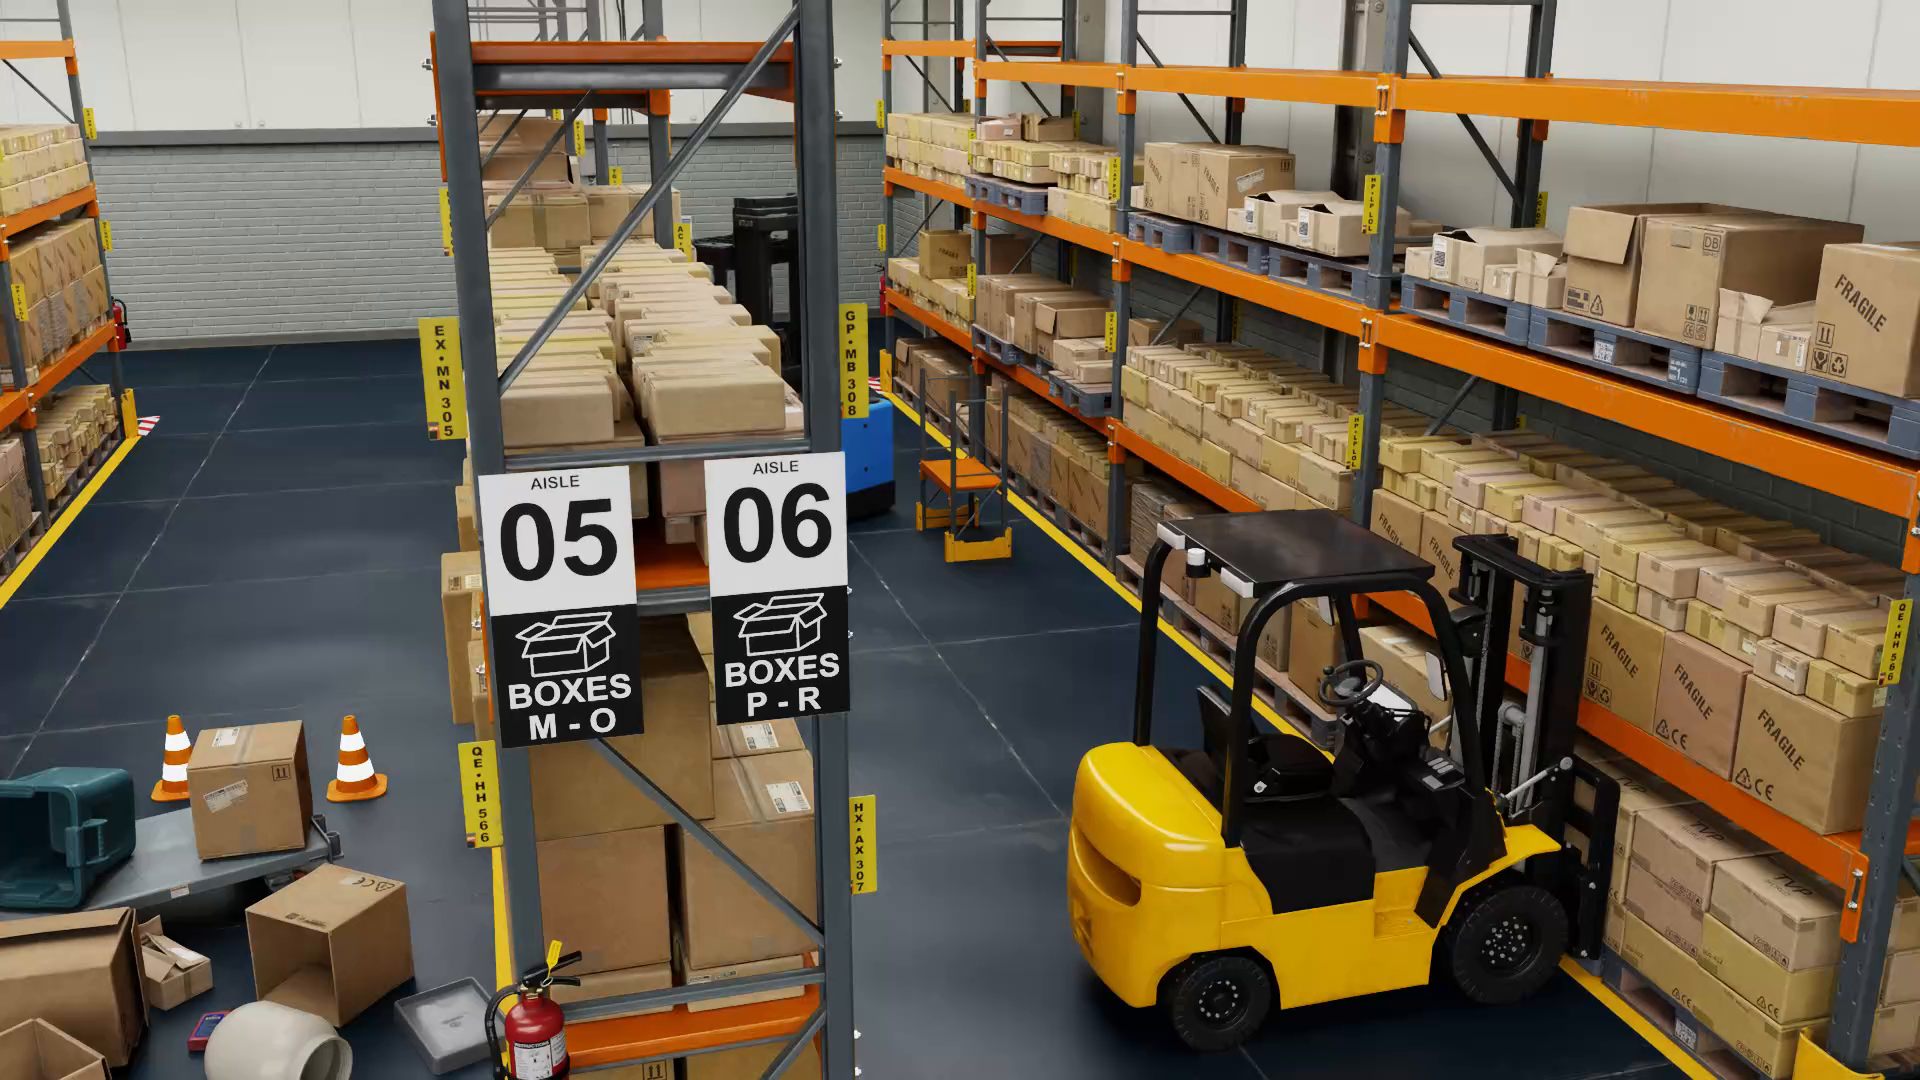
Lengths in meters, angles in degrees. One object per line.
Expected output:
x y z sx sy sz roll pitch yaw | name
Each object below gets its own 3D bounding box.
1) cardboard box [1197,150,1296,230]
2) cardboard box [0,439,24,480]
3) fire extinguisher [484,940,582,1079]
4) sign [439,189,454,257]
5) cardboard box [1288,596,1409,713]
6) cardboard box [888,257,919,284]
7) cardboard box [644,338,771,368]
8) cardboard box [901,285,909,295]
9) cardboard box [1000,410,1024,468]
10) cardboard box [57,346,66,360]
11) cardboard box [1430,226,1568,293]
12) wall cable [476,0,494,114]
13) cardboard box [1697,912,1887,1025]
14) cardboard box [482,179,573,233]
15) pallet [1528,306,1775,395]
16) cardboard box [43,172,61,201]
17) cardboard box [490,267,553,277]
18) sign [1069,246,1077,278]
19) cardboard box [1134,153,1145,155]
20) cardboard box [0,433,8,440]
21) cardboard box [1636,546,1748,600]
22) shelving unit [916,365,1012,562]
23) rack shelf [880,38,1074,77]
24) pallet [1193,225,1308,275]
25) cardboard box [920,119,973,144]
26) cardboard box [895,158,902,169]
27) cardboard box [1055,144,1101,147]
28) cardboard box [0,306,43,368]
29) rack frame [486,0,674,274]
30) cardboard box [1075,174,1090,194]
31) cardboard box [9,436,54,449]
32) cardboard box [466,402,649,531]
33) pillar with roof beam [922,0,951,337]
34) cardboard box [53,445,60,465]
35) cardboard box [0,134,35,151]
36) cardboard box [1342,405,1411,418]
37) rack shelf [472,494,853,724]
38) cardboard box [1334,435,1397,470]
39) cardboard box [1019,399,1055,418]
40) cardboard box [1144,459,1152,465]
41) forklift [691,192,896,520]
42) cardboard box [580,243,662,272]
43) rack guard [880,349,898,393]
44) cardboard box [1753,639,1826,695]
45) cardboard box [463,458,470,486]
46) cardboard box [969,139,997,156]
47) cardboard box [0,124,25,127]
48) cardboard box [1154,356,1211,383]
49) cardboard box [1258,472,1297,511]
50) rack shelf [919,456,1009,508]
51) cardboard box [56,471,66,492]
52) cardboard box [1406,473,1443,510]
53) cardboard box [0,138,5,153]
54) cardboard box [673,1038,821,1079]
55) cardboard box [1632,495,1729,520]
1.988 -2.443 11.579 0.500 0.500 0.500 -4 17 -14 | cardboard box
-8.411 -0.681 14.317 0.500 0.250 0.500 -5 17 -17 | cardboard box
-1.241 1.501 4.875 0.296 0.674 0.183 -5 17 -15 | fire extinguisher
-2.461 -1.539 8.063 0.100 0.325 0.005 -5 17 -15 | sign
2.689 0.689 10.843 0.875 0.625 0.625 -4 17 -13 | cardboard box
-0.589 -3.347 20.625 0.500 0.250 0.500 -5 17 -15 | cardboard box
-0.825 -0.559 5.436 0.380 0.149 0.250 -5 17 -15 | cardboard box
-0.514 -3.124 20.574 0.380 0.149 0.250 -4 17 -14 | cardboard box
0.717 -1.023 16.758 0.500 0.500 0.500 -5 17 -16 | cardboard box
-9.030 -1.848 16.328 0.380 0.149 0.250 -4 17 -13 | cardboard box
2.837 -1.498 8.761 0.500 0.311 0.500 -4 17 -14 | cardboard box
-7.060 -7.454 24.125 0.463 3.000 0.029 -5 17 -15 | wall cable
3.508 1.769 7.030 0.500 0.250 0.500 -5 17 -16 | cardboard box
-2.512 -1.947 9.666 0.500 0.250 0.500 -4 17 -14 | cardboard box
3.434 -0.928 7.766 1.003 0.211 1.213 -5 17 -15 | pallet
-9.143 -3.446 16.257 0.500 0.250 0.500 -4 17 -13 | cardboard box
-1.946 -1.078 7.162 0.380 0.149 0.250 -5 17 -16 | cardboard box
1.177 -2.916 17.434 0.100 0.325 0.005 -5 17 -15 | sign
1.619 -3.314 14.606 0.380 0.149 0.250 -5 17 -15 | cardboard box
-9.387 -0.916 15.980 0.380 0.149 0.250 -4 17 -13 | cardboard box
3.271 0.145 7.437 0.380 0.149 0.250 -4 17 -14 | cardboard box
0.021 -0.697 14.666 0.587 1.500 1.083 -5 17 -15 | shelving unit
0.095 -5.397 18.534 1.077 0.370 4.000 -5 17 -15 | rack shelf
2.327 -2.067 11.733 1.003 0.211 1.213 -4 17 -13 | pallet
-0.151 -4.607 18.736 0.500 0.250 0.500 -4 17 -14 | cardboard box
-0.591 -4.633 20.384 0.380 0.149 0.250 -4 17 -14 | cardboard box
1.119 -3.666 15.743 0.380 0.149 0.250 -5 18 -17 | cardboard box
-8.752 -1.851 15.211 0.500 0.500 0.500 -5 17 -16 | cardboard box
-1.928 -2.584 7.911 1.000 3.000 0.127 -5 17 -15 | rack frame
1.205 -3.058 14.273 0.380 0.149 0.250 -5 17 -15 | cardboard box
-8.890 -0.883 15.870 0.380 0.149 0.250 -5 17 -16 | cardboard box
-1.229 -0.232 5.039 0.500 0.250 0.500 -5 17 -16 | cardboard box
-4.468 -6.773 21.858 9.100 9.000 0.400 -5 17 -15 | pillar with roof beam
-8.979 -0.810 16.144 0.380 0.149 0.250 -6 18 -18 | cardboard box
-9.021 -3.766 15.761 0.380 0.149 0.250 -4 17 -12 | cardboard box
2.772 -0.793 11.078 0.380 0.149 0.250 -5 17 -16 | cardboard box
-1.379 -0.249 6.605 1.077 0.370 4.000 -5 17 -15 | rack shelf
2.536 -0.540 10.233 0.380 0.149 0.250 -4 17 -13 | cardboard box
0.808 -1.296 16.540 0.380 0.149 0.250 -5 17 -16 | cardboard box
1.853 -0.770 14.788 0.380 0.149 0.250 -4 17 -14 | cardboard box
-2.073 -1.846 16.004 3.031 2.935 1.130 13 21 37 | forklift
-1.631 -1.338 8.030 0.380 0.149 0.250 -4 17 -14 | cardboard box
-0.434 -2.205 21.424 1.175 0.500 0.348 -5 17 -15 | rack guard
3.479 0.502 6.766 0.380 0.149 0.250 -4 17 -14 | cardboard box
-1.897 -0.098 7.635 0.700 0.500 0.500 -5 17 -15 | cardboard box
0.305 -3.907 16.548 0.380 0.149 0.250 -4 17 -14 | cardboard box
-10.088 -4.298 17.531 0.380 0.149 0.250 -5 17 -16 | cardboard box
1.718 -1.315 12.814 0.380 0.149 0.250 -4 17 -14 | cardboard box
2.310 -0.290 10.963 0.500 0.250 0.500 -5 17 -16 | cardboard box
0.023 -0.522 14.709 0.538 0.185 1.000 -5 17 -15 | rack shelf
-8.723 -0.540 15.760 0.380 0.149 0.250 -4 17 -14 | cardboard box
2.751 -0.282 9.376 0.380 0.149 0.250 -4 17 -14 | cardboard box
-8.872 -3.542 15.013 0.380 0.149 0.250 -5 17 -16 | cardboard box
-0.792 1.901 6.156 0.500 0.500 0.500 -5 18 -17 | cardboard box
3.582 -0.111 8.290 0.380 0.149 0.250 -4 17 -14 | cardboard box
